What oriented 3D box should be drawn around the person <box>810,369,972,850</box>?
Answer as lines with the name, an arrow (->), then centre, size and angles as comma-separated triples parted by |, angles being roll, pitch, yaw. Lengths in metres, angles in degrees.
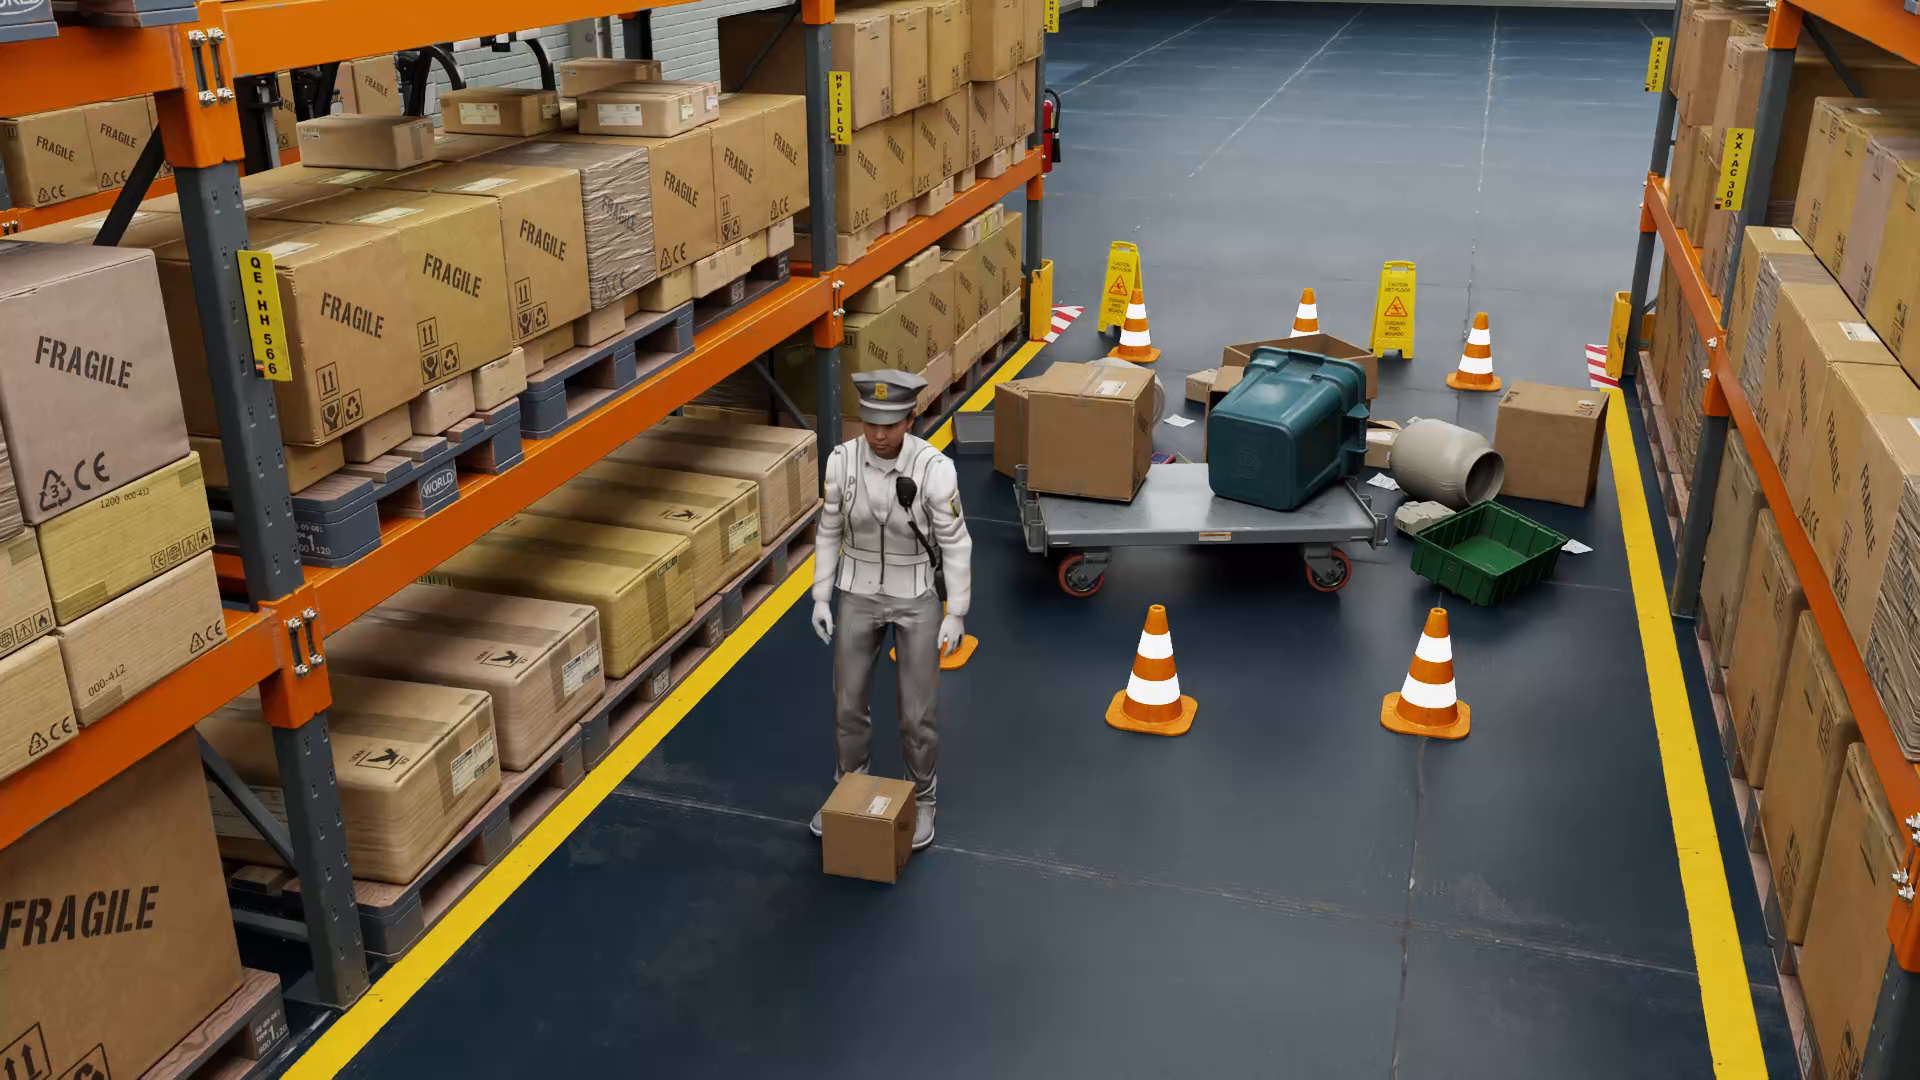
person -> -0.233, 0.223, 5.530 | 0.547, 1.667, 0.370 | 5, 23, 13
